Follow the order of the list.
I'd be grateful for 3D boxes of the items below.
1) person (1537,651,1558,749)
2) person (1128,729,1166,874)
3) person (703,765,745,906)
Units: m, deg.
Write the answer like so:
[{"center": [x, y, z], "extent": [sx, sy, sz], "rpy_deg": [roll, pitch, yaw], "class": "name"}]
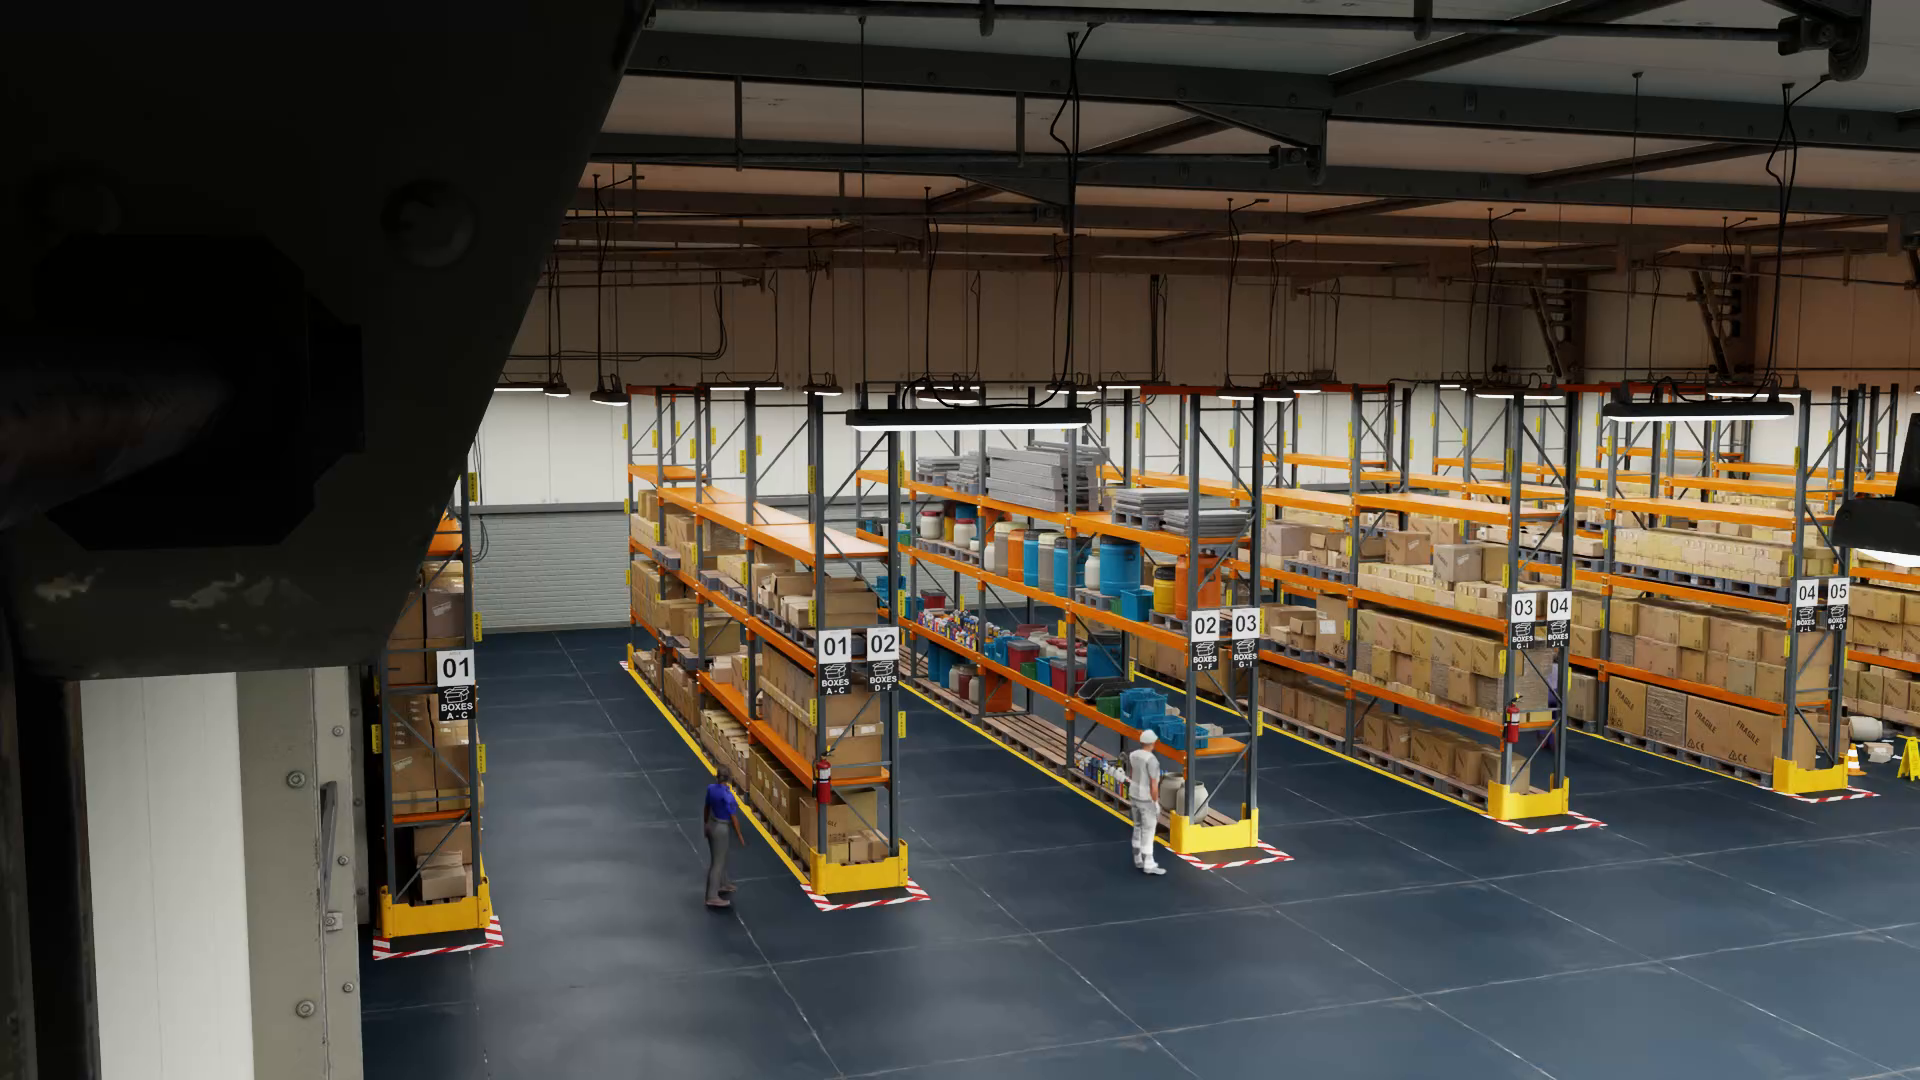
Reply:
[{"center": [9.813, 2.658, 27.620], "extent": [0.480, 1.629, 0.433], "rpy_deg": [2, 6, 15], "class": "person"}, {"center": [2.356, 3.282, 20.954], "extent": [0.406, 1.809, 0.570], "rpy_deg": [-3, 7, -29], "class": "person"}, {"center": [-2.833, 3.474, 19.796], "extent": [0.609, 1.661, 0.647], "rpy_deg": [-4, 7, -31], "class": "person"}]
